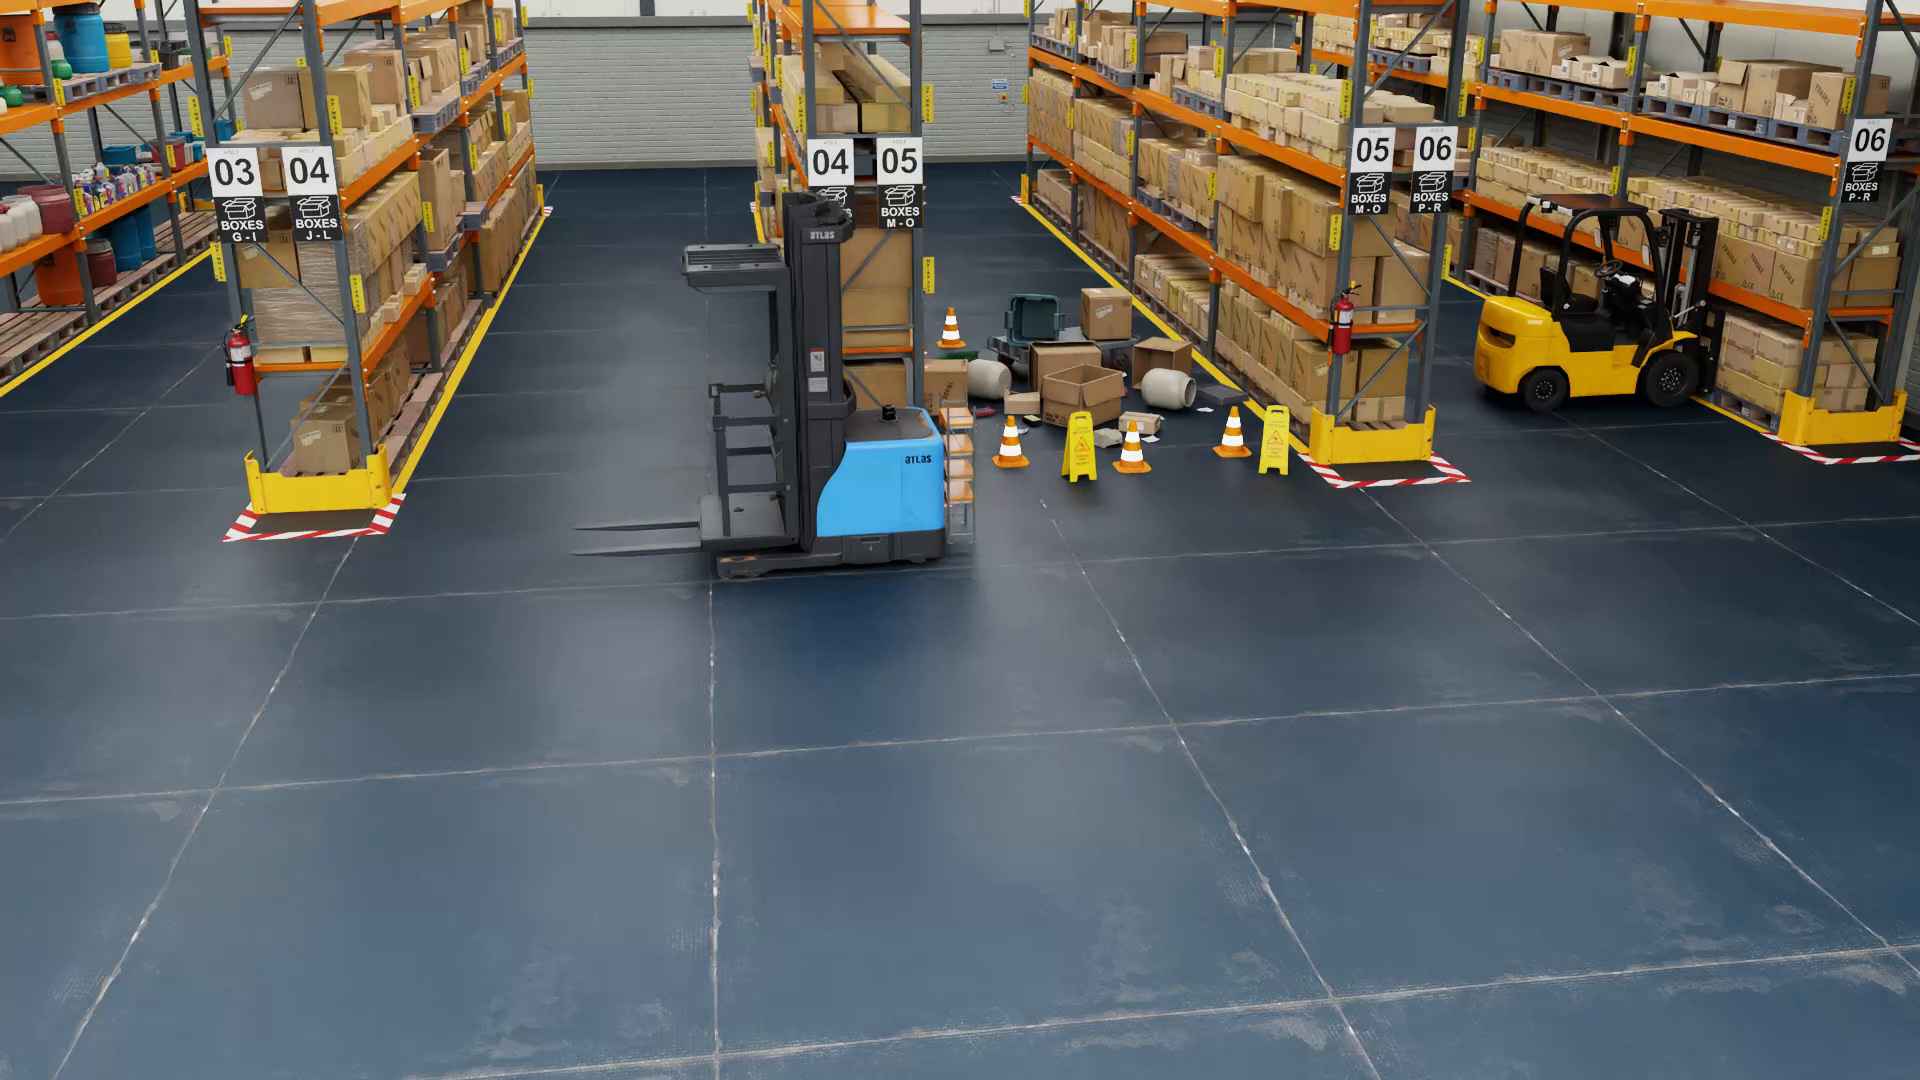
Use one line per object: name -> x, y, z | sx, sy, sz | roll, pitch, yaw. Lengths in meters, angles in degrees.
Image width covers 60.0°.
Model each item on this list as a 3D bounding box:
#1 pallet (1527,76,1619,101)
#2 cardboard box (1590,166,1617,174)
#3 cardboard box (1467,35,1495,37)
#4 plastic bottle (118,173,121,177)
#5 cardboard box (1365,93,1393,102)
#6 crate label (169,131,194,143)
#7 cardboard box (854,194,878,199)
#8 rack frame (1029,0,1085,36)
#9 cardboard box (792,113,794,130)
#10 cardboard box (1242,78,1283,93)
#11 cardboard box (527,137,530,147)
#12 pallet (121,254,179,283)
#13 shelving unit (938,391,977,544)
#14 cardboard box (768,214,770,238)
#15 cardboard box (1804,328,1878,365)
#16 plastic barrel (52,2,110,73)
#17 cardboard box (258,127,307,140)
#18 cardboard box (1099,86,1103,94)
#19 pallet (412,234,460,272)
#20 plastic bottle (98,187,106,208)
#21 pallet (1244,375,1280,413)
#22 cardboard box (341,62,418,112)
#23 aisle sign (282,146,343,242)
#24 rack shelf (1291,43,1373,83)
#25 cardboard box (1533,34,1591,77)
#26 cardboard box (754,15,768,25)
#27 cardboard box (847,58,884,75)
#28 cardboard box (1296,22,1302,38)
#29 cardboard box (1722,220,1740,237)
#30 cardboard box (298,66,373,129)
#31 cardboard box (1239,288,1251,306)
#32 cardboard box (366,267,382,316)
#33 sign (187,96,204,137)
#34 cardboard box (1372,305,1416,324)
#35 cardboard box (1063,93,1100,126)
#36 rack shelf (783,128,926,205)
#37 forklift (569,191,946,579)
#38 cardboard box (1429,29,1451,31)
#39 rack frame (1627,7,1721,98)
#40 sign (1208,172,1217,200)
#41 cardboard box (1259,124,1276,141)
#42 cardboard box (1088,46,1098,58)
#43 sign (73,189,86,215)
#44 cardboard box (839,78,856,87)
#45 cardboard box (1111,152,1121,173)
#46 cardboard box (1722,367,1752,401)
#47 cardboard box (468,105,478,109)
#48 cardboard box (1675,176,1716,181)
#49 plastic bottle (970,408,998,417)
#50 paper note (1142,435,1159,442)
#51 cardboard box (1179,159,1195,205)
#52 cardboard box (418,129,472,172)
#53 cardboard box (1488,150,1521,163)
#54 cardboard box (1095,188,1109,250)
pallet -> 8.159, -5.918, 21.756 | 1.003, 0.211, 1.213 | -2, 21, -5
cardboard box -> 8.416, -4.761, 21.606 | 0.380, 0.149, 0.250 | -3, 21, -8
cardboard box -> 7.787, -7.456, 24.825 | 0.380, 0.149, 0.250 | -3, 21, -8
plastic bottle -> -12.006, -5.108, 23.789 | 0.097, 0.271, 0.097 | 0, 20, 0
cardboard box -> 4.081, -4.339, 16.479 | 0.380, 0.149, 0.250 | -3, 21, -8
crate label -> -13.254, -6.835, 28.382 | 0.416, 0.233, 0.303 | -3, 21, -8
cardboard box -> -1.170, -3.182, 16.692 | 0.875, 0.550, 0.500 | -3, 21, -8
rack frame -> 1.744, -10.547, 29.594 | 1.000, 3.000, 0.127 | -3, 21, -8
cardboard box -> -1.436, -4.069, 16.154 | 0.380, 0.149, 0.250 | -3, 21, -7
cardboard box -> 3.292, -4.937, 18.080 | 0.380, 0.149, 0.250 | -4, 21, -10
cardboard box -> -7.611, -6.835, 28.589 | 0.380, 0.149, 0.250 | -3, 21, -8
pallet -> -12.317, -4.027, 24.695 | 1.003, 0.211, 1.213 | -3, 21, -8
shelving unit -> -0.024, -0.619, 14.160 | 0.258, 1.200, 0.503 | -3, 21, -8
cardboard box -> -2.719, -4.824, 25.816 | 0.500, 0.500, 0.500 | -2, 21, -6
cardboard box -> 9.080, -2.002, 17.189 | 0.500, 0.250, 0.500 | -3, 21, -9
plastic barrel -> -11.989, -6.856, 22.681 | 0.600, 0.901, 0.708 | -3, 21, -8
cardboard box -> -6.146, -3.662, 15.091 | 0.380, 0.149, 0.250 | -3, 21, -7
cardboard box -> 2.479, -7.381, 27.192 | 0.380, 0.149, 0.250 | -3, 21, -7
pallet -> -6.299, -3.264, 18.943 | 1.003, 0.211, 1.213 | -3, 21, -8
plastic bottle -> -11.662, -4.651, 22.565 | 0.097, 0.271, 0.097 | 0, 20, 0
pallet -> 3.785, -1.621, 18.256 | 1.003, 0.211, 1.213 | -3, 21, -8
cardboard box -> -6.302, -4.900, 18.014 | 0.797, 0.503, 0.637 | -4, 21, -10
aisle sign -> -5.450, -2.909, 14.001 | 0.394, 0.787, 0.004 | -3, 21, -8
rack shelf -> 6.944, -8.364, 29.064 | 1.077, 0.370, 4.000 | -3, 21, -8
cardboard box -> 7.819, -6.299, 21.620 | 0.500, 0.500, 0.500 | -2, 21, -6
cardboard box -> -3.298, -8.813, 28.169 | 0.380, 0.149, 0.250 | -3, 21, -7
cardboard box -> -0.970, -4.917, 17.283 | 0.380, 0.149, 0.250 | -3, 21, -8
cardboard box -> 6.449, -9.295, 30.318 | 0.500, 0.250, 0.500 | -3, 21, -8
cardboard box -> 8.426, -3.348, 17.823 | 0.380, 0.149, 0.250 | -3, 21, -7
cardboard box -> -5.703, -4.050, 15.204 | 0.500, 0.500, 0.500 | -3, 21, -8
cardboard box -> 3.327, -2.704, 18.499 | 0.380, 0.149, 0.250 | -2, 21, -6
cardboard box -> -6.028, -2.417, 15.834 | 0.875, 0.500, 0.500 | -3, 21, -8
sign -> -6.308, -3.496, 13.737 | 0.100, 0.325, 0.005 | -3, 21, -8
cardboard box -> 4.207, -2.207, 16.198 | 0.380, 0.149, 0.250 | -3, 21, -8
cardboard box -> 1.980, -7.016, 27.143 | 0.500, 0.500, 0.500 | -3, 21, -8
rack shelf -> -1.121, -3.673, 16.504 | 1.077, 0.370, 4.000 | -3, 21, -8
forklift -> -1.685, -1.257, 13.392 | 3.031, 2.935, 1.130 | -4, 21, -9
cardboard box -> 7.523, -7.911, 26.014 | 0.380, 0.149, 0.250 | -2, 21, -6
rack frame -> 8.385, -6.644, 19.143 | 1.000, 3.000, 0.127 | -3, 21, -8
sign -> 2.925, -4.095, 19.238 | 0.100, 0.325, 0.005 | -3, 21, -8
cardboard box -> 3.375, -4.298, 17.509 | 0.380, 0.149, 0.250 | -3, 21, -9
cardboard box -> 2.157, -7.388, 25.158 | 0.380, 0.166, 0.250 | -4, 21, -11
sign -> -11.267, -4.324, 21.272 | 0.100, 0.325, 0.005 | -3, 21, -8
cardboard box -> -0.942, -4.509, 16.761 | 0.500, 0.250, 0.500 | -3, 21, -8
cardboard box -> 2.499, -5.463, 24.055 | 0.500, 0.250, 0.500 | -3, 21, -9
cardboard box -> 8.519, -1.677, 17.748 | 0.500, 0.250, 0.500 | -3, 21, -8
cardboard box -> -7.885, -6.592, 26.295 | 0.500, 0.500, 0.500 | -3, 21, -7
cardboard box -> 8.730, -4.228, 19.755 | 0.380, 0.149, 0.250 | -3, 21, -8
plastic bottle -> 0.258, -1.369, 17.794 | 0.283, 0.061, 0.133 | -11, 23, -26
paper note -> 1.945, -1.033, 16.938 | 0.148, 0.019, 0.142 | -11, 23, -26
cardboard box -> 3.039, -4.464, 20.712 | 0.500, 0.500, 0.500 | -2, 21, -6
cardboard box -> -6.998, -5.238, 22.376 | 0.797, 0.503, 0.637 | -2, 21, -6
cardboard box -> 7.603, -5.352, 23.187 | 0.380, 0.149, 0.250 | -2, 21, -7
cardboard box -> 2.627, -5.030, 25.833 | 0.875, 0.875, 0.875 | -2, 21, -6
